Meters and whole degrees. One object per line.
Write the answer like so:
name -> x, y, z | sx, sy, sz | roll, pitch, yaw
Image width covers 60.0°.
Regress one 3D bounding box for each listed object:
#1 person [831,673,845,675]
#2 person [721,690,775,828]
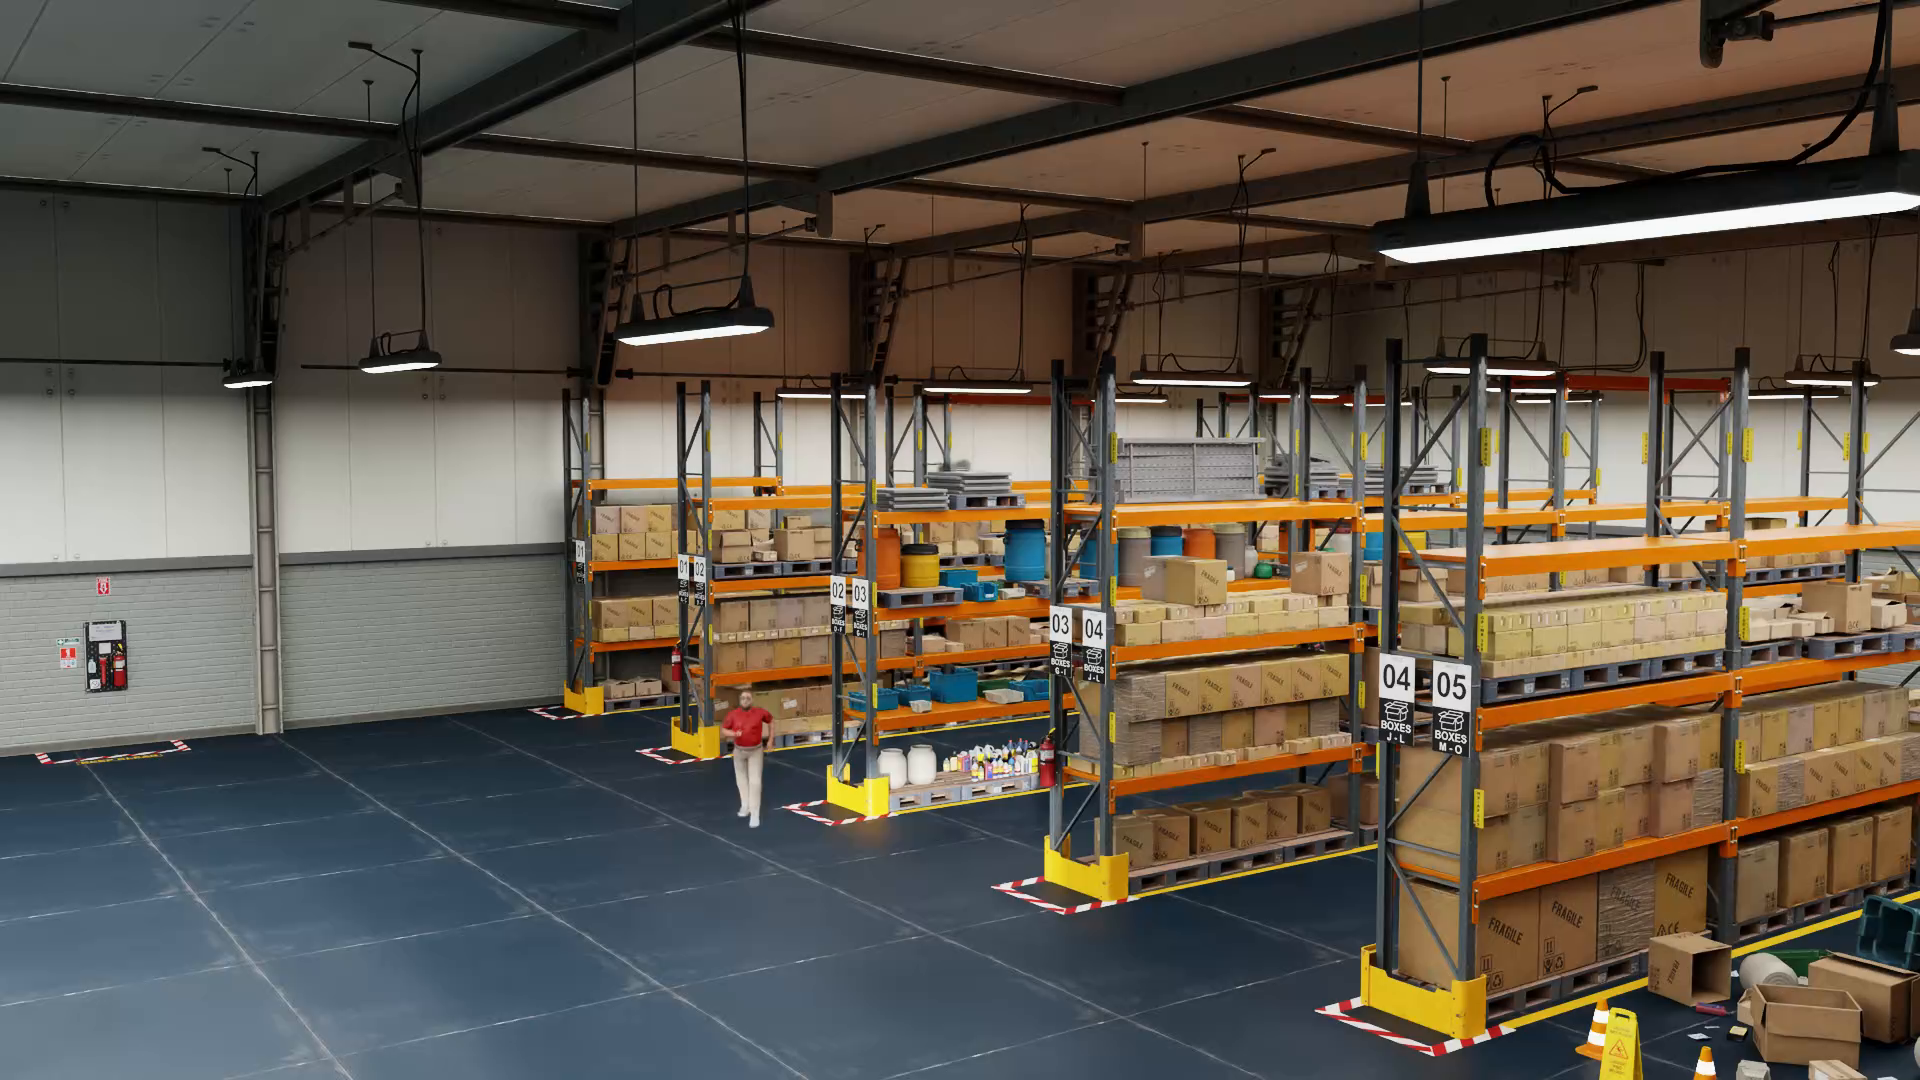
person -> -2.264, 2.112, 30.219 | 0.853, 1.726, 0.576 | -3, 5, -39
person -> -2.825, 2.888, 22.105 | 0.678, 1.806, 0.811 | 0, 4, 2
